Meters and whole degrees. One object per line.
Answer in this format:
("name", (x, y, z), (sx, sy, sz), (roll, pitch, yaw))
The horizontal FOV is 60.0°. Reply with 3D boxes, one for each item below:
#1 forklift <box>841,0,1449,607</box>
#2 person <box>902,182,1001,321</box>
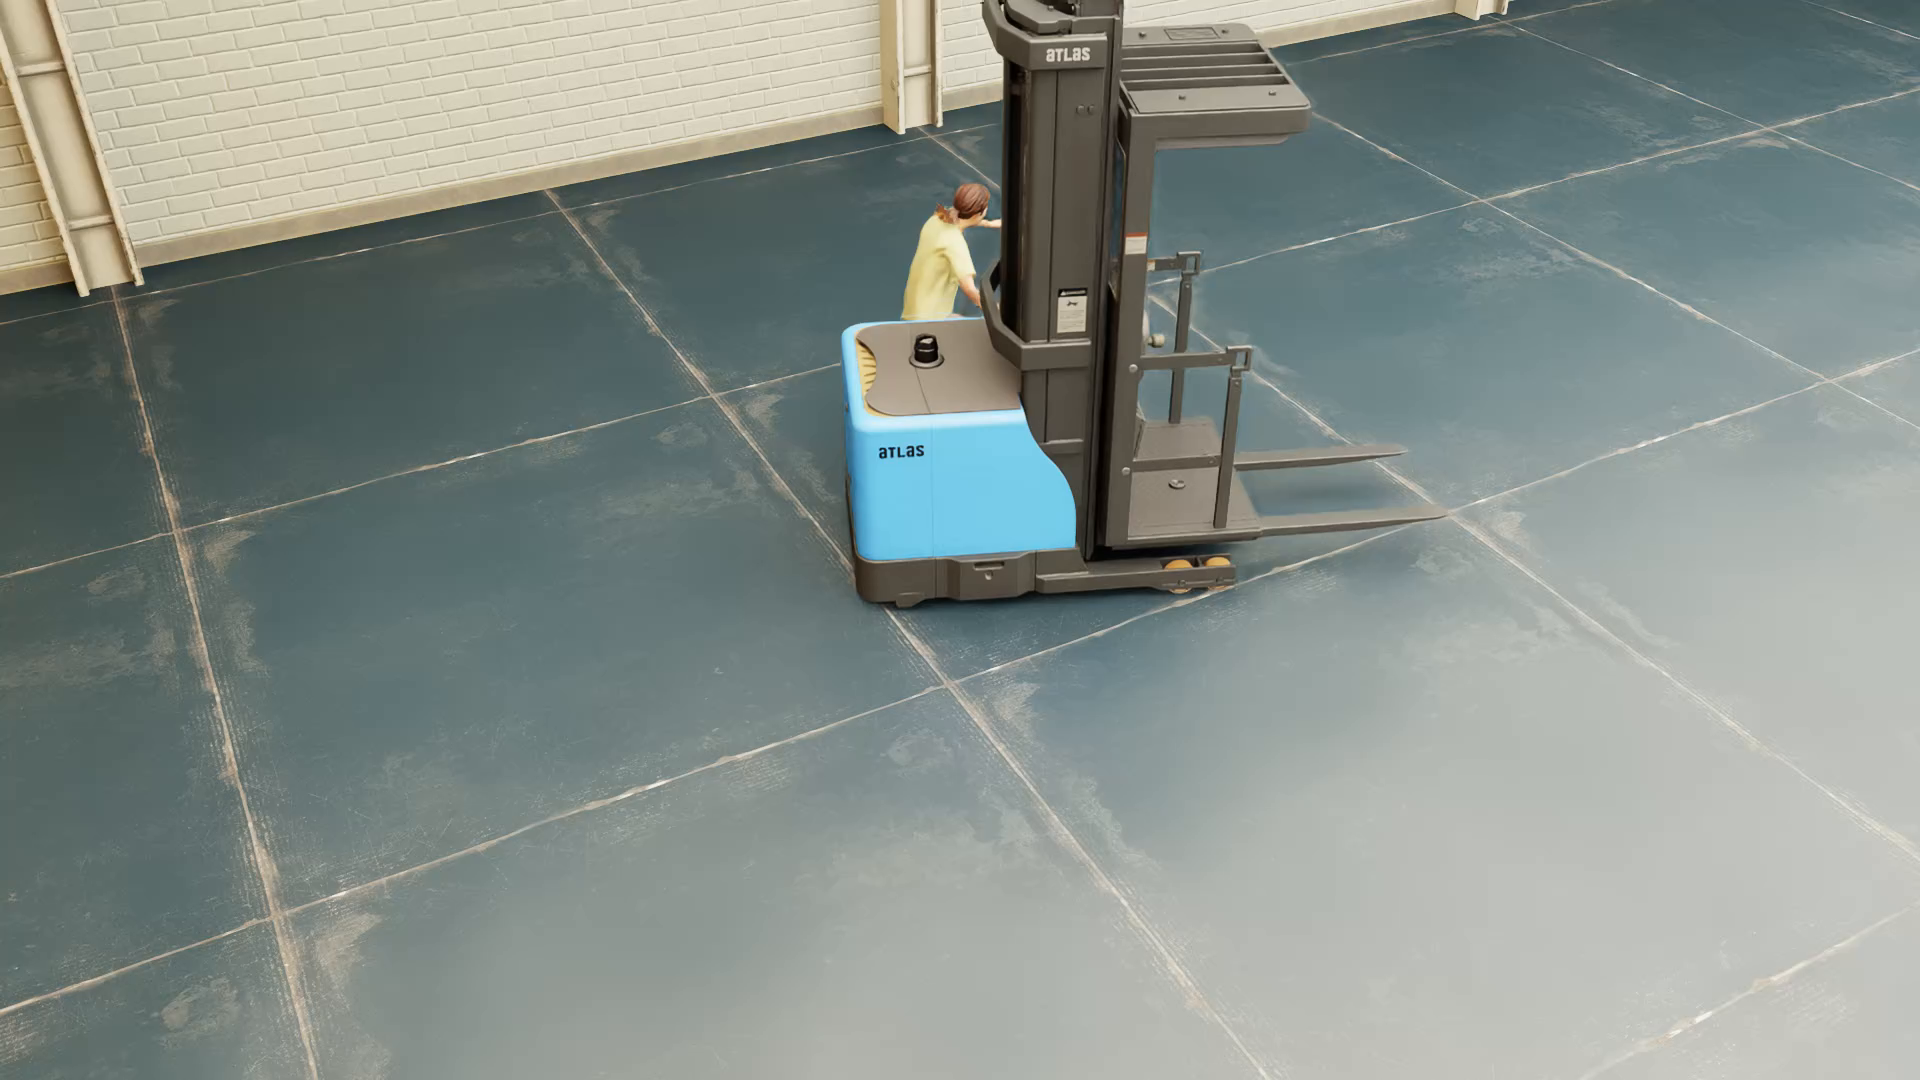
("forklift", (0.947, -1.232, 7.865), (3.031, 2.935, 1.130), (-4, 35, -6))
("person", (0.137, -1.228, 9.174), (0.812, 1.429, 1.197), (-13, 37, -17))
